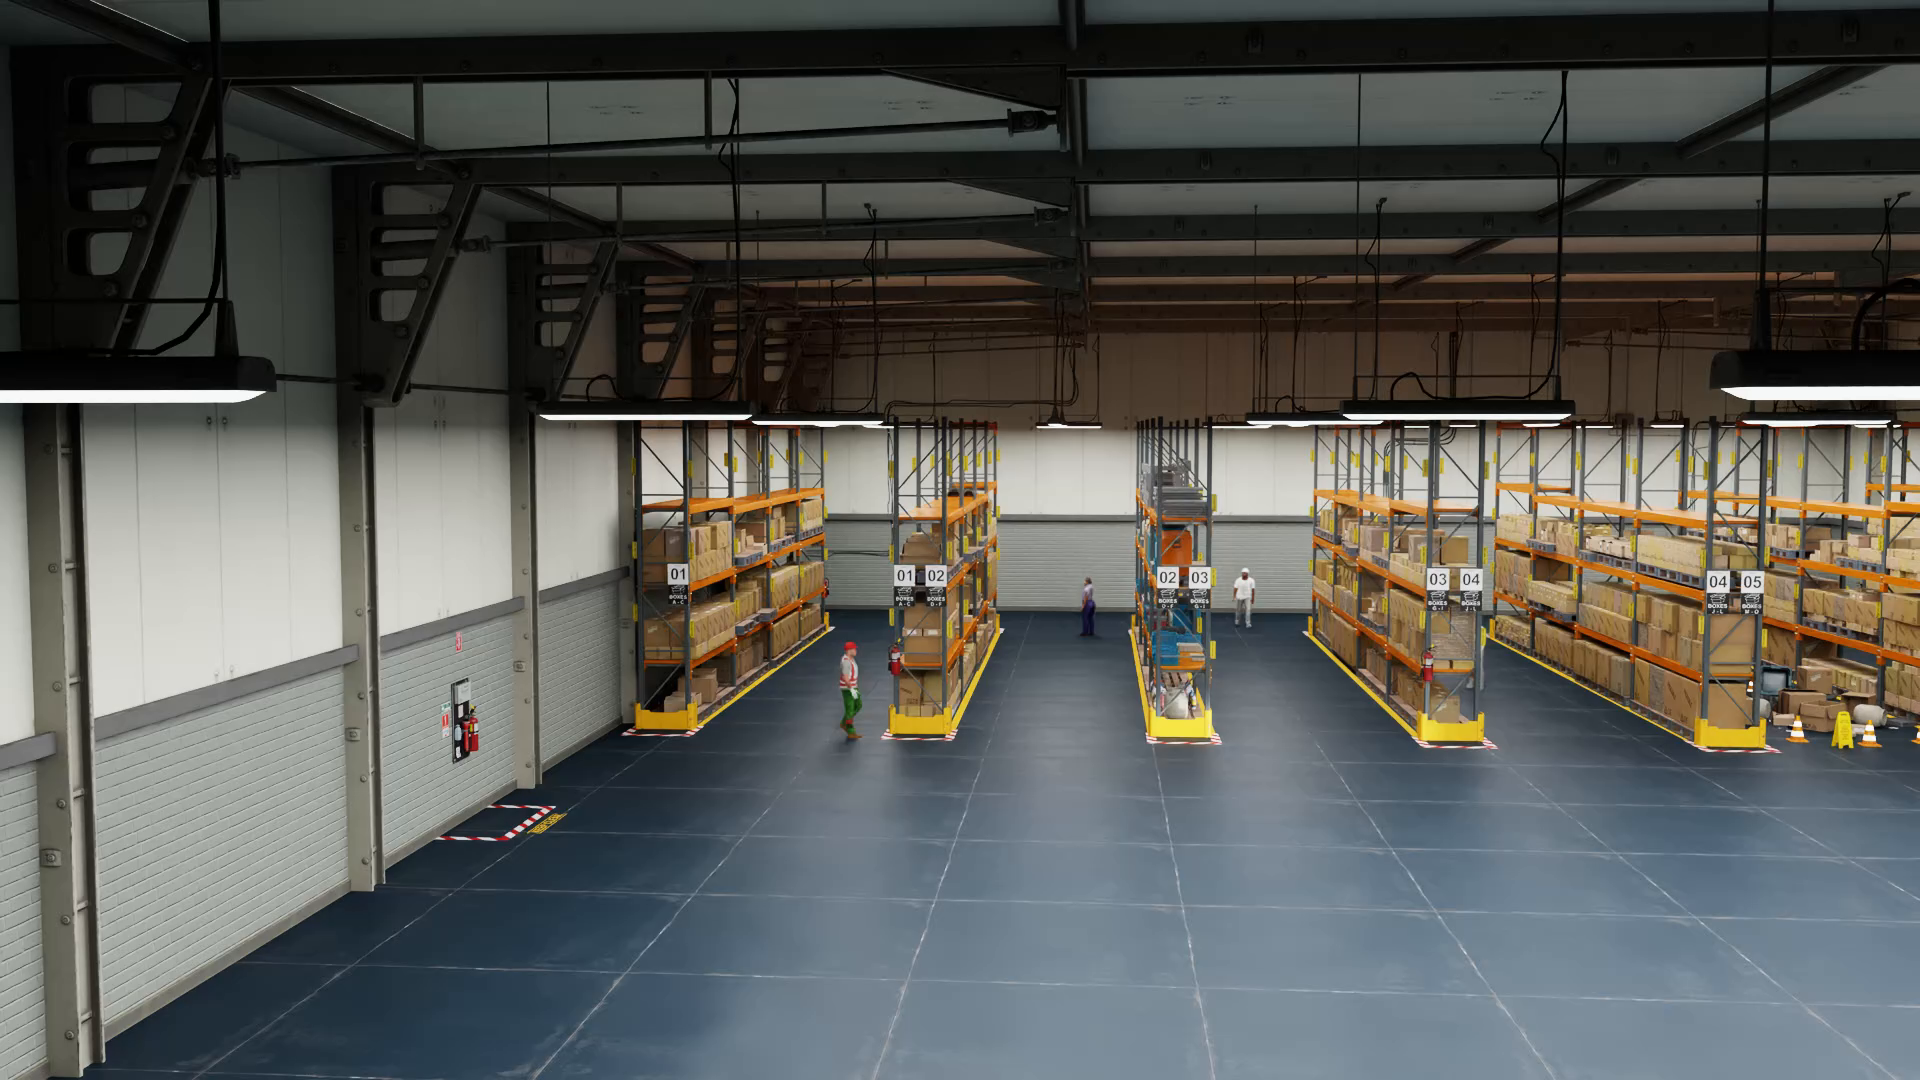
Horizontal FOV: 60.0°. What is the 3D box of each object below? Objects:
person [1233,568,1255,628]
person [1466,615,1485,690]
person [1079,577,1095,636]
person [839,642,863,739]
[{"bbox_3d":[8.283,1.682,48.524,0.657,1.725,1.036,0,4,-5],"label":"person"},{"bbox_3d":[11.459,2.461,36.916,0.382,1.697,0.512,-2,4,-25],"label":"person"},{"bbox_3d":[3.544,1.868,46.434,0.404,1.666,0.493,1,4,17],"label":"person"},{"bbox_3d":[-2.036,2.792,31.140,0.531,1.786,0.673,1,4,10],"label":"person"}]
